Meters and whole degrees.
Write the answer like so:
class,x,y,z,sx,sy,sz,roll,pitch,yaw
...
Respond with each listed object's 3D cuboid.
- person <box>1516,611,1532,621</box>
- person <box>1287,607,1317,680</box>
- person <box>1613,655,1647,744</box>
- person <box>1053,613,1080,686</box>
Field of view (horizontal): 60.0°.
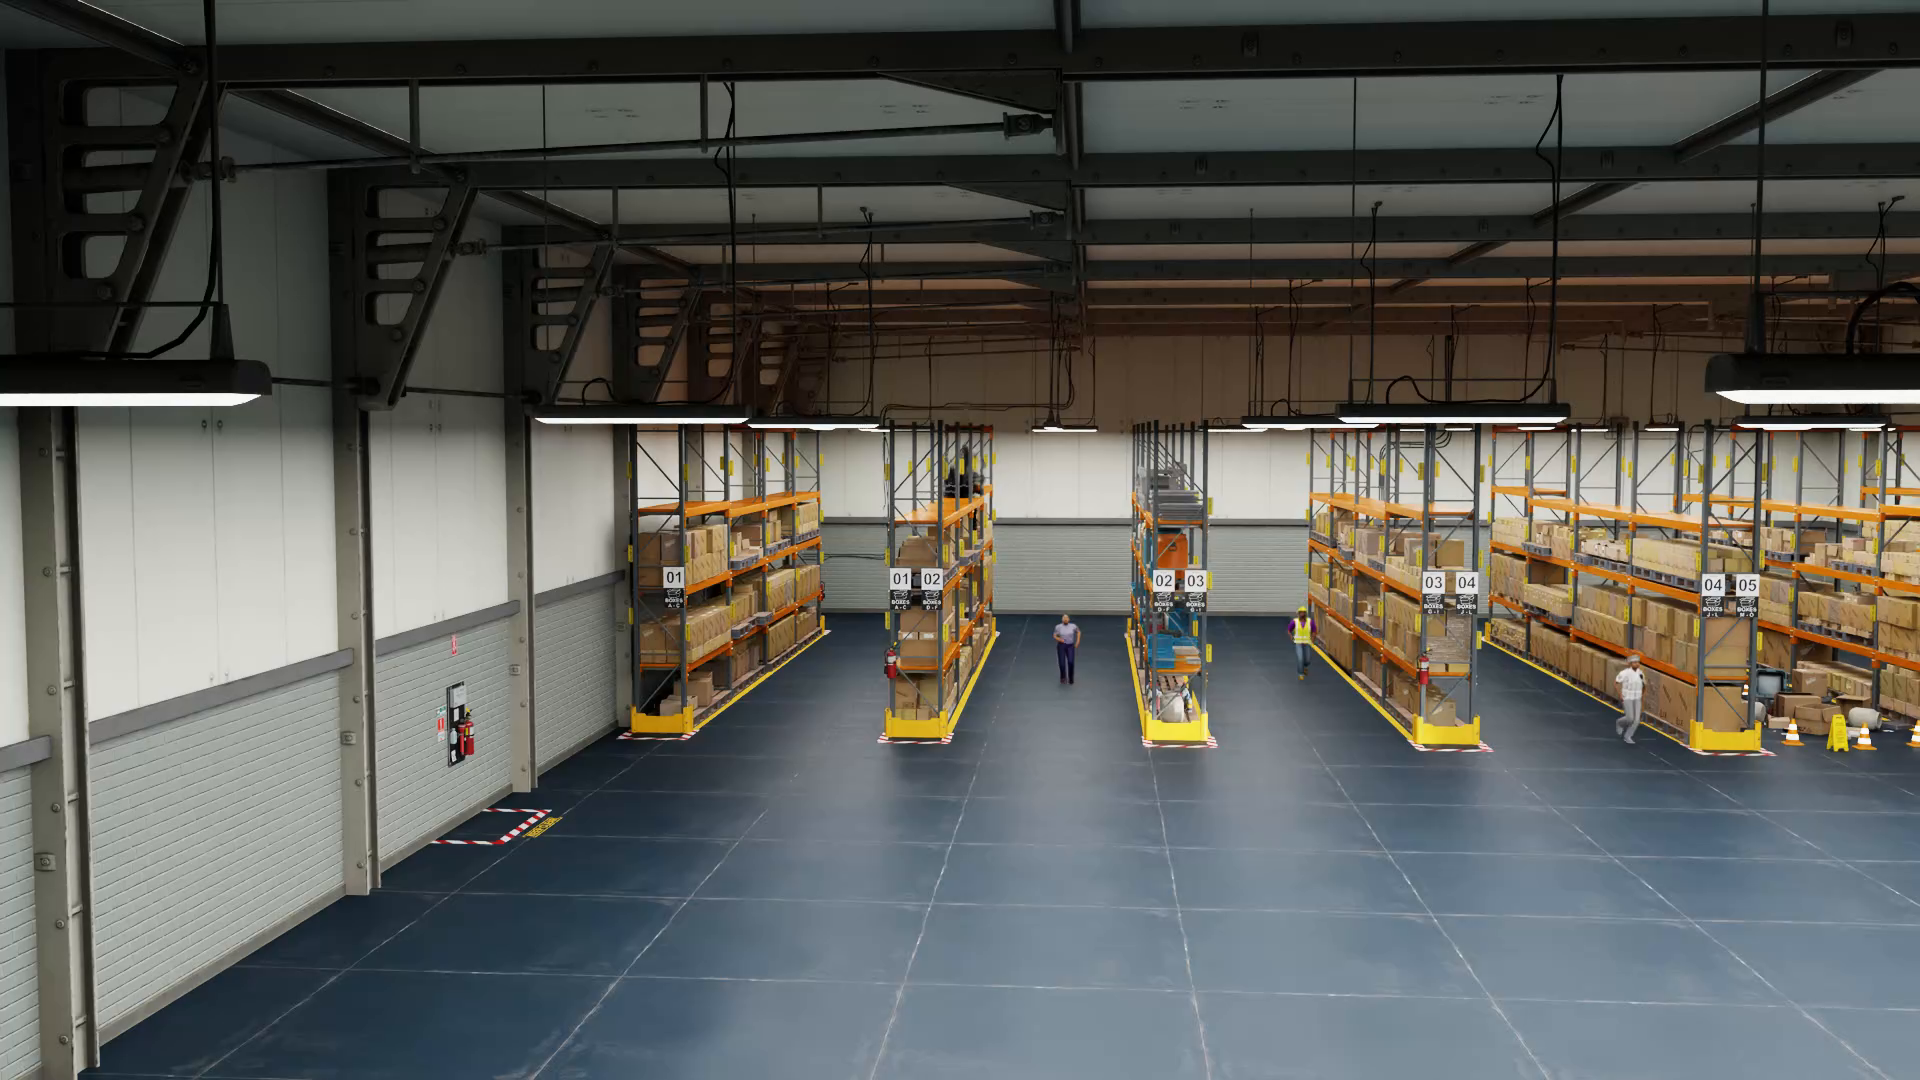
class,x,y,z,sx,sy,sz,roll,pitch,yaw
person,16.210,1.833,47.858,0.935,1.672,0.583,-1,4,-13
person,7.981,2.407,38.814,0.698,1.718,0.610,0,4,5
person,12.489,2.951,30.946,0.599,1.641,0.558,-1,4,-9
person,2.439,2.519,38.017,0.619,1.692,0.691,0,4,2
